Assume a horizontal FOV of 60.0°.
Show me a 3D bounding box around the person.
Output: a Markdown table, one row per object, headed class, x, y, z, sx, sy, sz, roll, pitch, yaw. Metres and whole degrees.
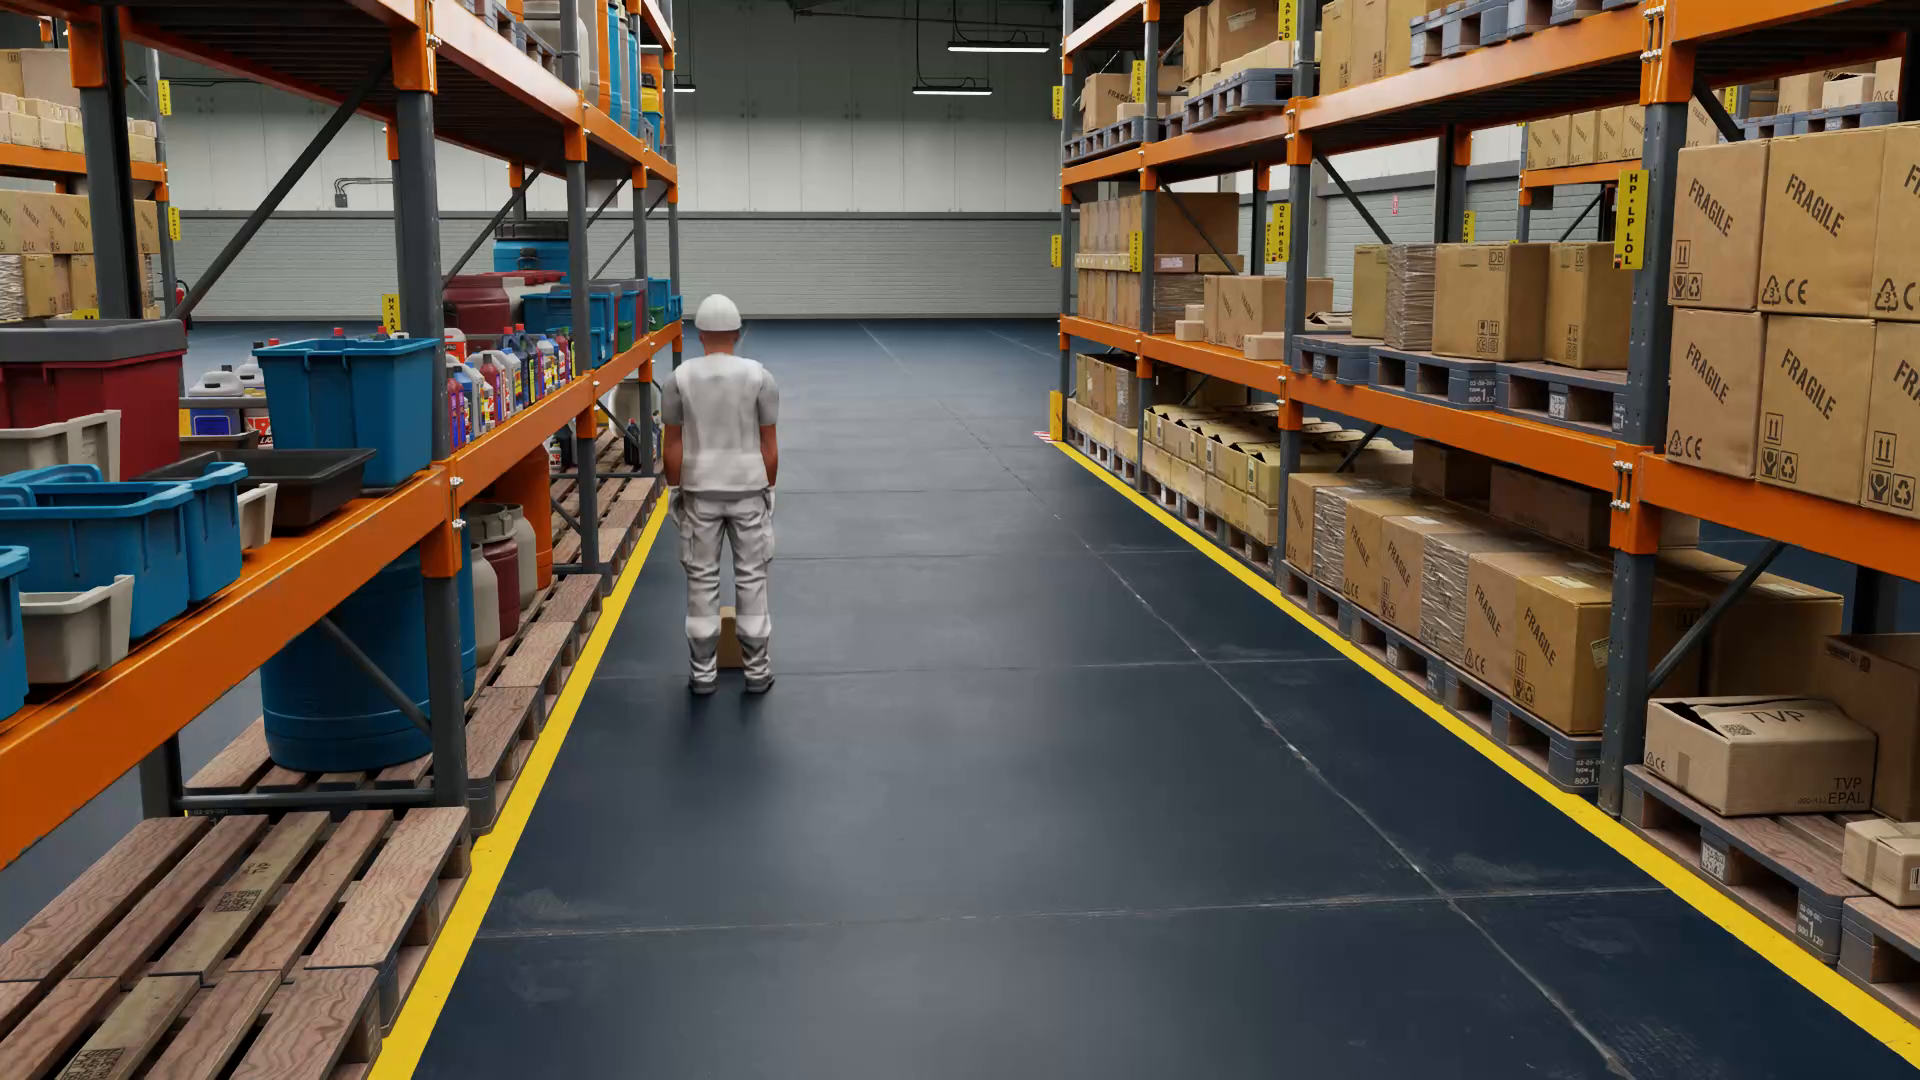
| class | x | y | z | sx | sy | sz | roll | pitch | yaw |
| --- | --- | --- | --- | --- | --- | --- | --- | --- | --- |
| person | -1.069 | -0.204 | 7.490 | 0.523 | 1.790 | 0.331 | -1 | 10 | -5 |
